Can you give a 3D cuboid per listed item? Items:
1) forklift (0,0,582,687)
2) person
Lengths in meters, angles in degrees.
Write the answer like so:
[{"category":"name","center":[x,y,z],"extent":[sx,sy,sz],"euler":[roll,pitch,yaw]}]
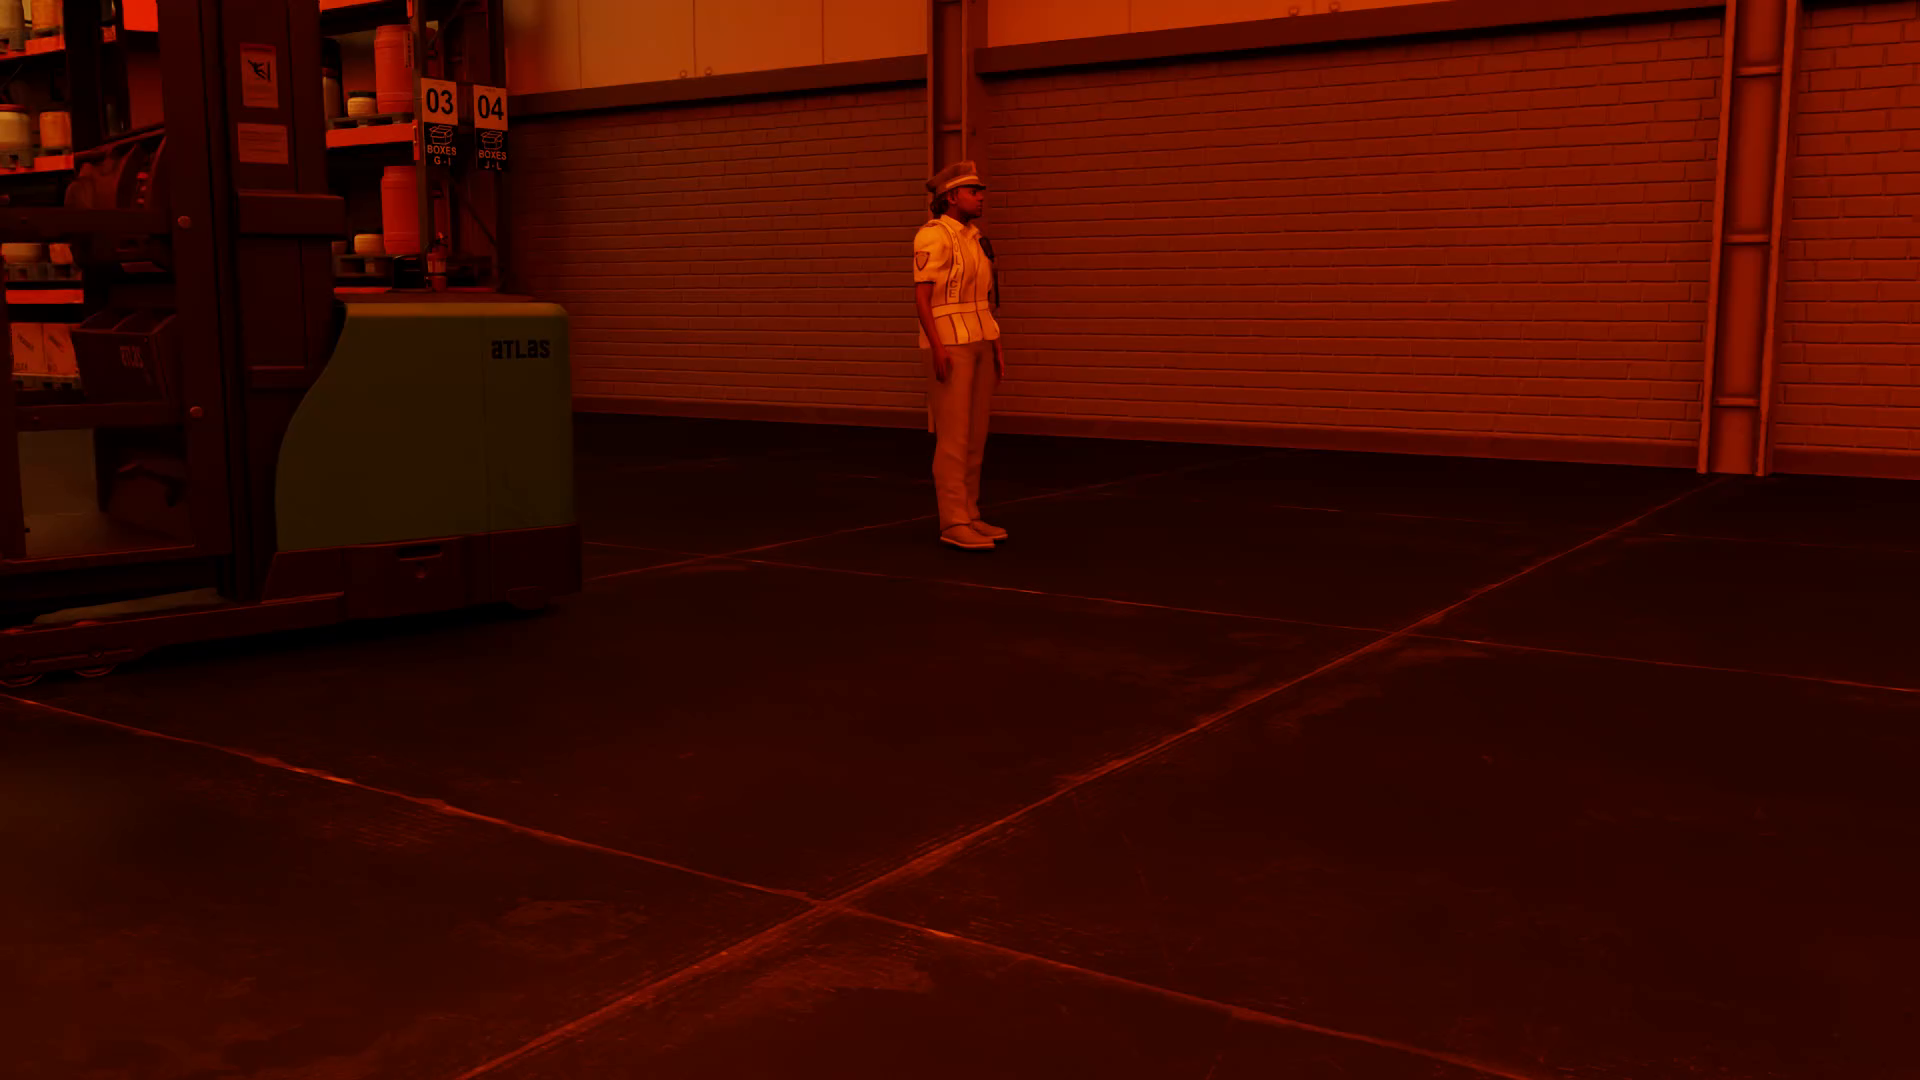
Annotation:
[{"category":"forklift","center":[-2.780,-1.119,5.060],"extent":[3.031,2.935,1.130],"euler":[-7,11,-40]},{"category":"person","center":[0.051,-0.838,7.425],"extent":[0.528,1.695,0.569],"euler":[5,10,34]}]
